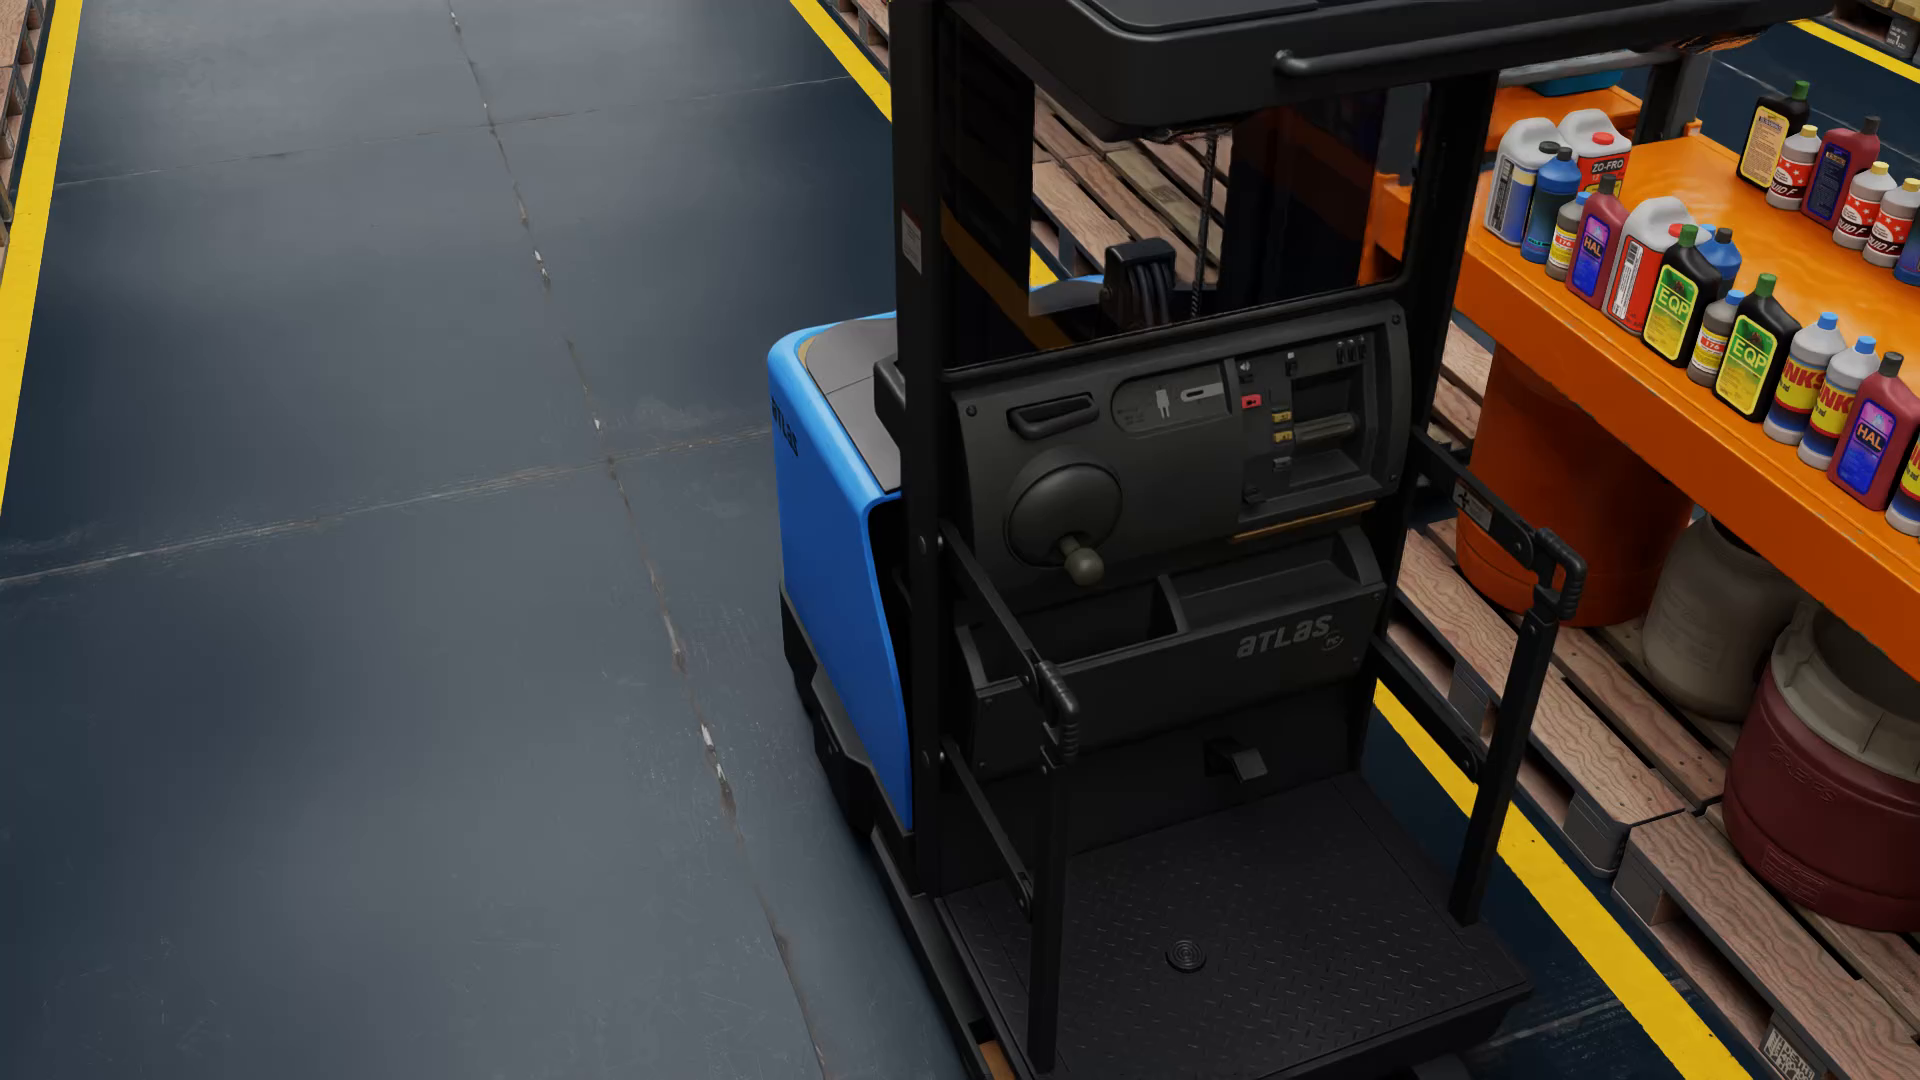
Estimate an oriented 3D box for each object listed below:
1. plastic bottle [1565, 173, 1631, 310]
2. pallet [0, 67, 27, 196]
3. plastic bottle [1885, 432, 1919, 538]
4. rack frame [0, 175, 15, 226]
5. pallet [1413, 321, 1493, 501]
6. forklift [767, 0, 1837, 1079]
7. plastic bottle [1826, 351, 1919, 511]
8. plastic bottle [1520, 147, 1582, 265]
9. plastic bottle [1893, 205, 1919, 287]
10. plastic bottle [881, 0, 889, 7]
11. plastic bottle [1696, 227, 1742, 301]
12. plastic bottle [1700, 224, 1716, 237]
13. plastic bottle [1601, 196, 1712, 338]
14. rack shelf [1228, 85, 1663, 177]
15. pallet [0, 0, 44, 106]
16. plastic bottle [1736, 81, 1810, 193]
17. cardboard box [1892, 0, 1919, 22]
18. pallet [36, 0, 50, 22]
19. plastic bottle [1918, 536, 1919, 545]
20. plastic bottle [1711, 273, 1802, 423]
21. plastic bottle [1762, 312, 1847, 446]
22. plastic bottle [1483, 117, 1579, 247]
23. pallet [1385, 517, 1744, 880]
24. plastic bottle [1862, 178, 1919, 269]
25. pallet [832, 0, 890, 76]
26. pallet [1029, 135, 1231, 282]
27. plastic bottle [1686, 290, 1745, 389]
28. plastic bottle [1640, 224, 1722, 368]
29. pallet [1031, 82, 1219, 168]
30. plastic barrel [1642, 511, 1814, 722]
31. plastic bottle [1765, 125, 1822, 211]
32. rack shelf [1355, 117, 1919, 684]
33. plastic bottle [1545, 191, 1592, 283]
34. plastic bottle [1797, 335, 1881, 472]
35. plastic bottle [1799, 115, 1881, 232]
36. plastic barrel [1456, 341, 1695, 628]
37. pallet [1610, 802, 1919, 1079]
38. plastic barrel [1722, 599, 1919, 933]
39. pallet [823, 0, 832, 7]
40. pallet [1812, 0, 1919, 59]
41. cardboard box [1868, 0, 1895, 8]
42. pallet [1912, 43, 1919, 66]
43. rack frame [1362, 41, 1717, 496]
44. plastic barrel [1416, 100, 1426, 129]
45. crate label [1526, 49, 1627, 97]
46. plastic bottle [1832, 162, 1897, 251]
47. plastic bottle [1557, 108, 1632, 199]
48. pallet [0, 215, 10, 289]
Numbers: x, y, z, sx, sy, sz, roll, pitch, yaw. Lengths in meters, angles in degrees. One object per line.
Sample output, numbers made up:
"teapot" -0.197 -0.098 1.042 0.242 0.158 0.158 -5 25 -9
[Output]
"plastic bottle" 1.453 -0.674 3.748 0.061 0.283 0.133 -12 39 -16
"pallet" -4.754 -1.719 7.357 1.003 0.211 1.213 -12 39 -16
"plastic bottle" 1.794 -0.140 3.050 0.097 0.271 0.097 0 37 0
"rack frame" -4.490 -2.461 6.024 1.000 3.000 0.127 -12 39 -16
"pallet" 1.307 -0.558 5.816 1.003 0.211 1.213 -12 39 -16
"forklift" 0.519 -0.111 2.961 1.130 2.935 3.031 -13 39 -17
"plastic bottle" 1.738 -0.206 3.128 0.061 0.283 0.133 -12 39 -16
"plastic bottle" 1.397 -0.793 3.916 0.097 0.271 0.097 0 37 0
"plastic bottle" 2.246 -0.726 3.827 0.097 0.271 0.097 0 37 0
"plastic bottle" -0.331 -2.908 8.454 0.144 0.351 0.185 -13 39 -17
"plastic bottle" 1.613 -0.544 3.586 0.097 0.271 0.097 0 37 0
"plastic bottle" 1.653 -0.611 3.733 0.097 0.201 0.097 0 37 0
"plastic bottle" 1.542 -0.604 3.662 0.152 0.276 0.135 -12 39 -16
"rack shelf" 0.849 -2.069 6.102 1.077 0.370 4.000 -12 39 -16
"pallet" -5.177 -2.409 8.273 1.003 0.211 1.213 -12 39 -16
"plastic bottle" 2.077 -1.040 4.234 0.061 0.283 0.133 -12 39 -16
"cardboard box" 5.075 -2.719 8.303 0.500 0.250 0.500 -14 39 -17
"pallet" -5.594 -3.097 9.187 1.003 0.211 1.213 -12 39 -16
"plastic bottle" 1.860 -0.082 2.969 0.152 0.276 0.135 -12 39 -16
"plastic bottle" 1.625 -0.392 3.374 0.061 0.283 0.133 -12 39 -16
"plastic bottle" 1.682 -0.326 3.296 0.097 0.271 0.097 0 37 0
"plastic bottle" 1.383 -0.866 4.009 0.152 0.276 0.135 -12 39 -16
"pallet" 1.848 0.324 4.644 1.003 0.211 1.213 -12 39 -16
"plastic bottle" 2.213 -0.753 3.921 0.097 0.201 0.097 0 37 0
"pallet" -0.031 -2.760 8.739 1.003 0.211 1.213 -12 39 -16
"pallet" 0.891 -1.247 6.729 1.003 0.211 1.213 -12 39 -16
"plastic bottle" 1.602 -0.428 3.490 0.097 0.201 0.097 0 37 0
"plastic bottle" 1.545 -0.522 3.547 0.061 0.283 0.133 -12 39 -16
"pallet" 0.468 -1.937 7.646 1.003 0.211 1.213 -12 39 -16
"plastic barrel" 2.000 0.173 4.246 0.421 0.512 0.421 0 37 0
"plastic bottle" 2.100 -0.938 4.167 0.097 0.201 0.097 0 37 0
"rack shelf" 2.226 0.191 3.102 1.077 0.370 4.000 -12 39 -16
"plastic bottle" 1.430 -0.710 3.864 0.097 0.201 0.097 0 37 0
"plastic bottle" 1.715 -0.271 3.223 0.097 0.271 0.097 0 37 0
"plastic bottle" 2.157 -0.909 4.061 0.061 0.283 0.133 -12 39 -16
"plastic barrel" 1.722 -0.255 4.550 0.600 0.830 0.708 -12 39 -16
"pallet" 2.264 1.012 3.731 1.003 0.211 1.213 -12 39 -16
"plastic barrel" 2.110 0.480 3.775 0.600 0.588 0.708 -12 39 -16
"pallet" -0.455 -3.451 9.656 1.003 0.211 1.213 -12 39 -16
"pallet" 5.103 -2.988 9.041 1.003 0.211 1.213 -12 39 -16
"cardboard box" 4.894 -3.011 8.691 0.500 0.250 0.500 -11 38 -15
"pallet" 5.527 -2.297 8.125 1.003 0.211 1.213 -12 39 -16
"rack frame" 1.537 -1.227 4.385 1.000 3.000 0.127 -12 39 -16
"plastic barrel" 1.093 -1.480 4.609 0.600 0.536 0.708 -12 39 -16
"crate label" 1.744 -1.475 4.855 0.303 0.233 0.416 -12 39 -16
"plastic bottle" 2.179 -0.808 3.994 0.097 0.201 0.097 0 37 0
"plastic bottle" 1.526 -0.897 4.051 0.152 0.276 0.135 -12 39 -16
"pallet" -4.220 -0.907 6.279 1.003 0.211 1.213 -12 39 -16
